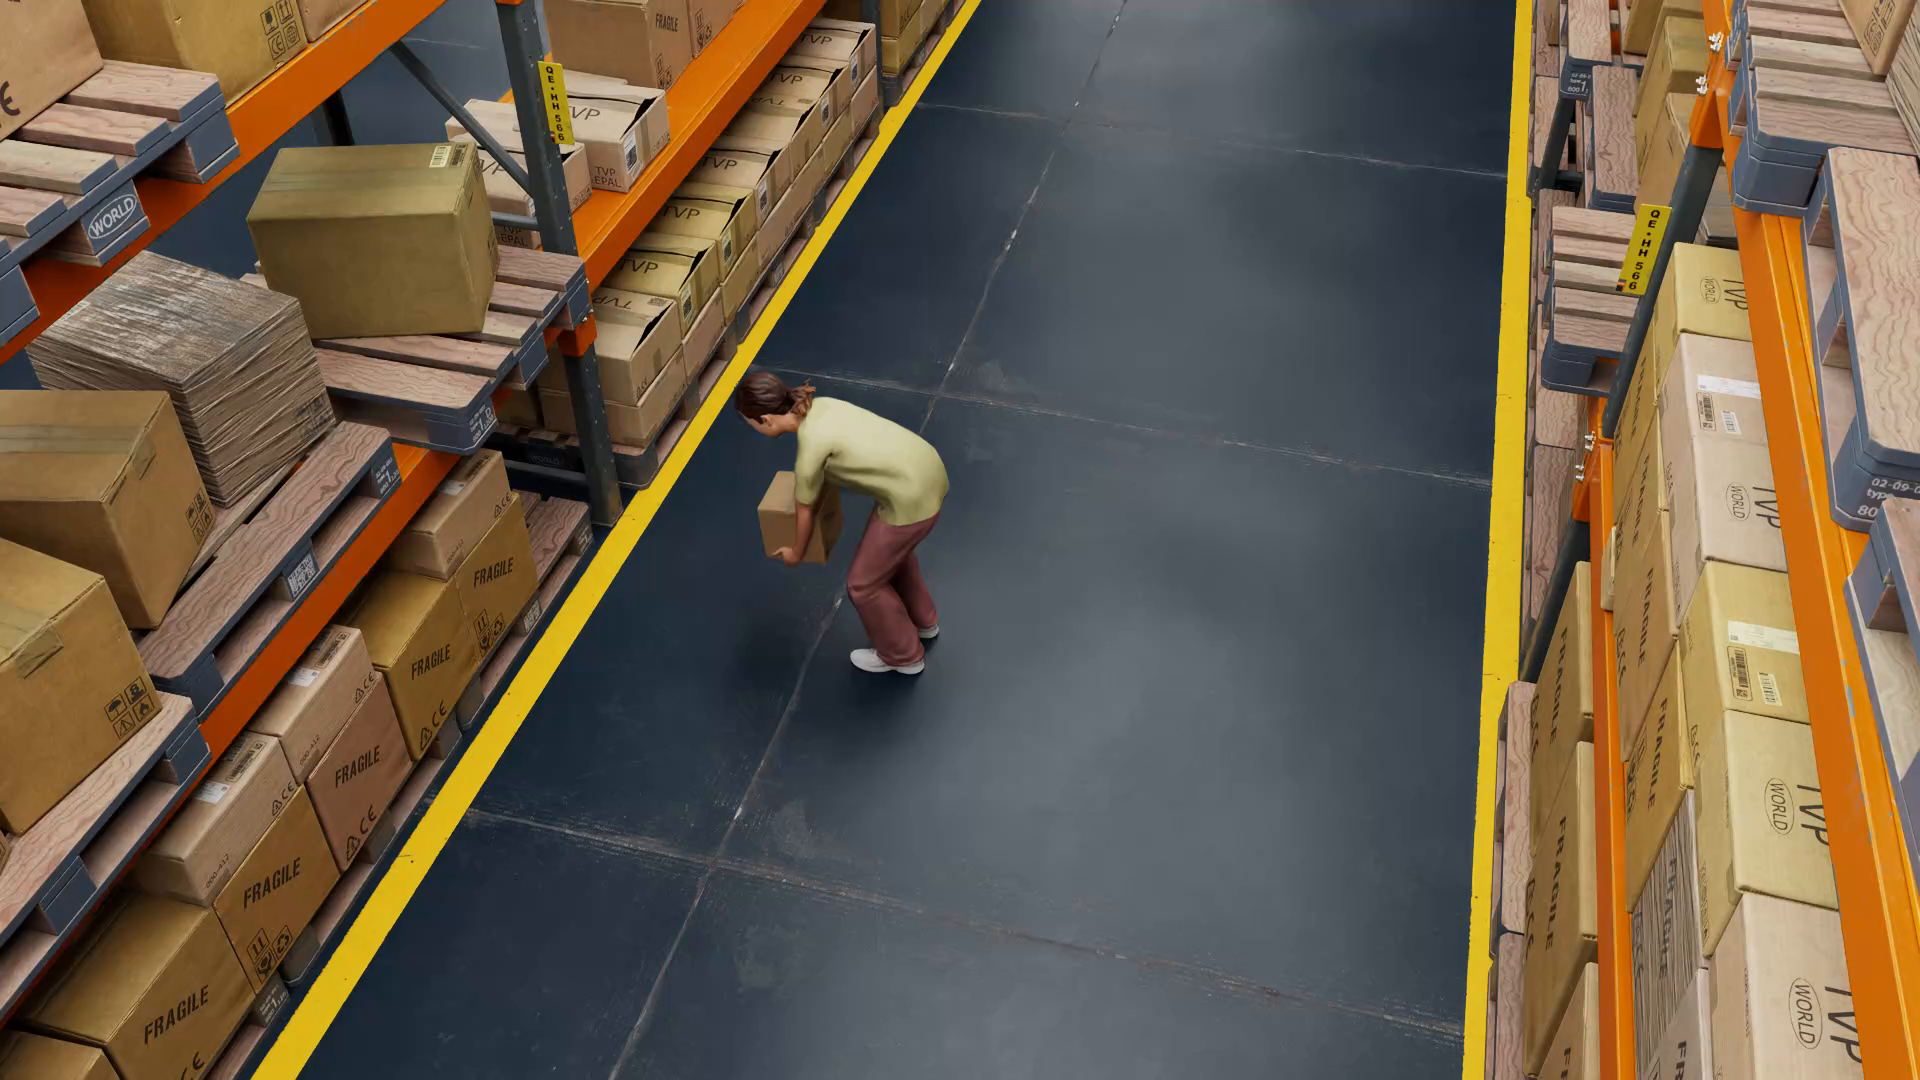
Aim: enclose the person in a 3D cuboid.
[{"bbox_3d":[-0.448,-0.078,6.529,0.806,1.309,0.425,9,42,10],"label":"person"}]
